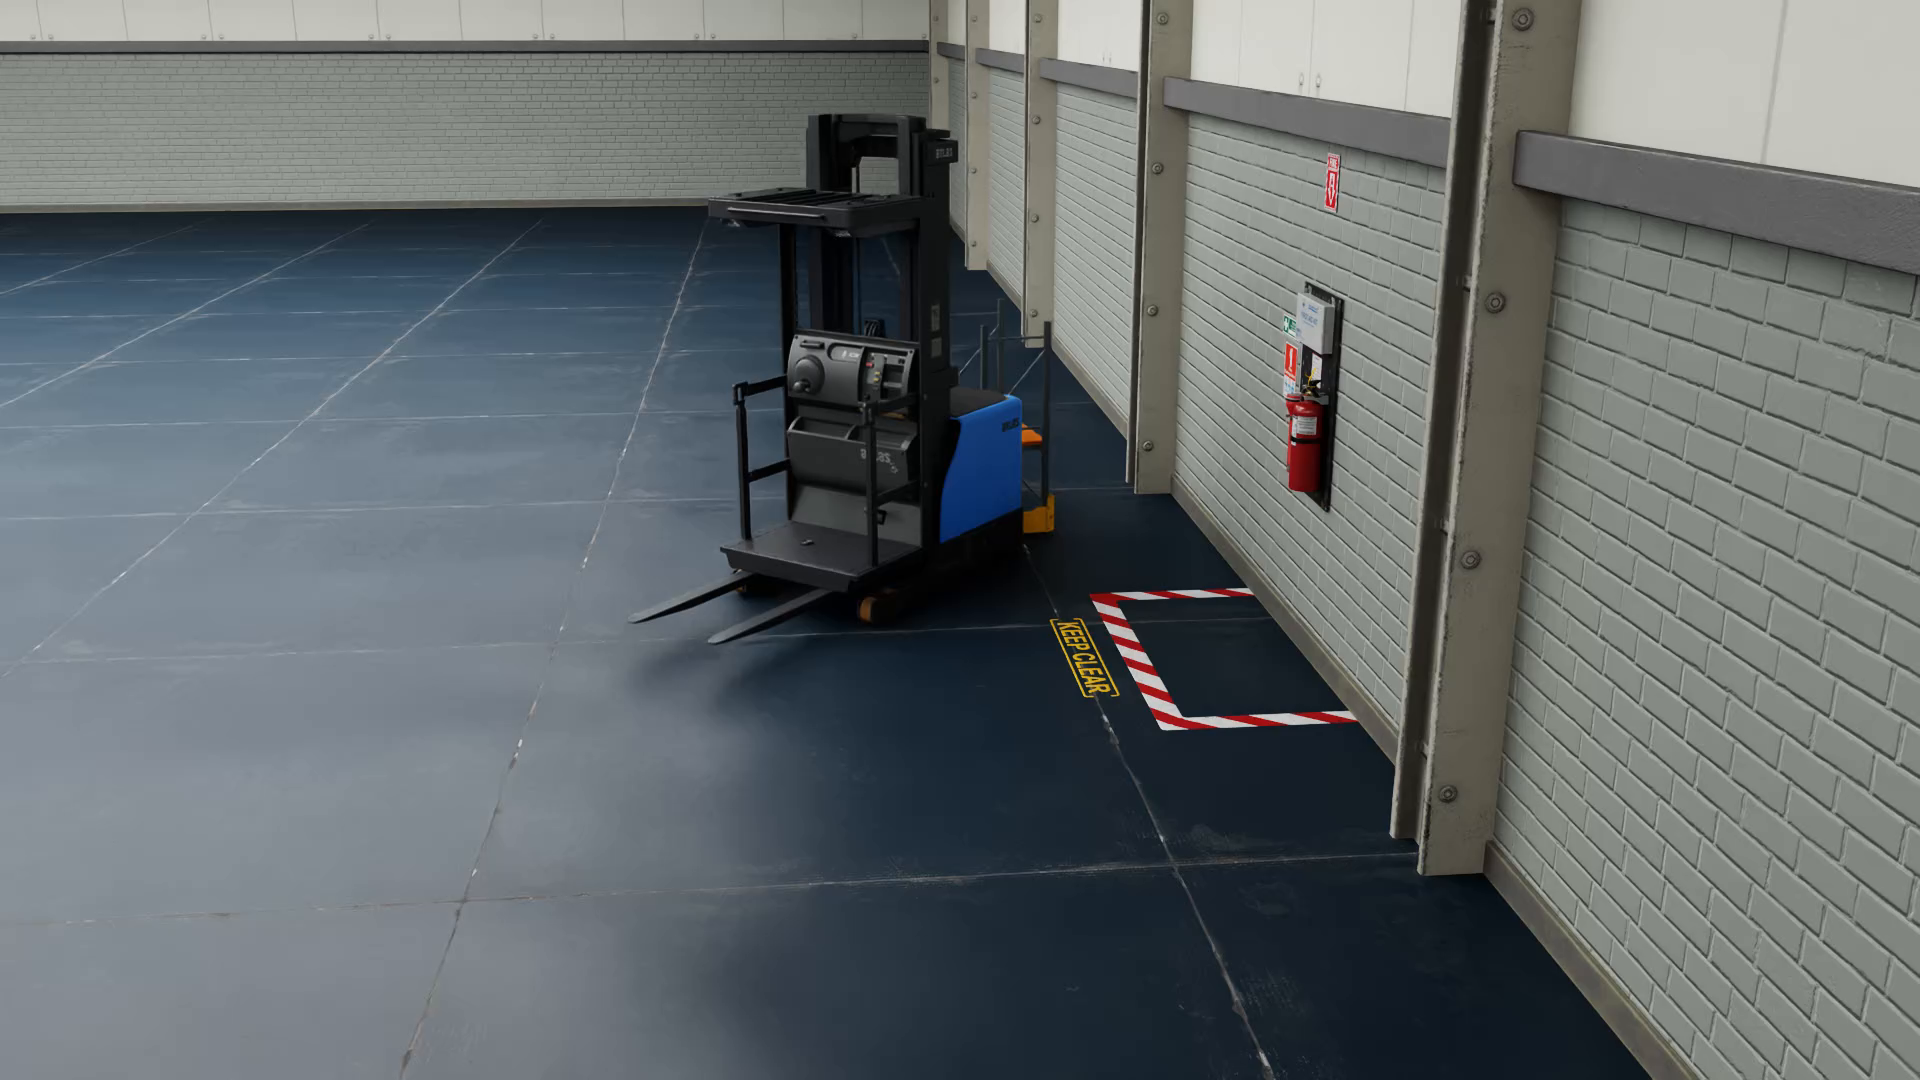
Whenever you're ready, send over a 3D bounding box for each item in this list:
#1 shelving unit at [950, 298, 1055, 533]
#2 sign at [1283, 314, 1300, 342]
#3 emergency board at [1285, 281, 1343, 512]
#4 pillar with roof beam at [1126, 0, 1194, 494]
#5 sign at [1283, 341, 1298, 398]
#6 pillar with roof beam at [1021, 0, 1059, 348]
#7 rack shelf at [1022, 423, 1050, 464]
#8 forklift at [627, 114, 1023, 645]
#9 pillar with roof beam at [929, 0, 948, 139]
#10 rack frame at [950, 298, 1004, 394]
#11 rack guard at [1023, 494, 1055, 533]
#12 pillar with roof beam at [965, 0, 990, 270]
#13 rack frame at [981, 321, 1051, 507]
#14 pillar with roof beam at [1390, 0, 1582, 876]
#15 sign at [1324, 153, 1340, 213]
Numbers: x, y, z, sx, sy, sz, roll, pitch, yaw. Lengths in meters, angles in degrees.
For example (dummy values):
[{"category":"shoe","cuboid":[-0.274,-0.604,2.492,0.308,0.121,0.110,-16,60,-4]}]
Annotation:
[{"category":"shelving unit","cuboid":[0.239,-0.913,12.082,0.587,1.500,1.083,-5,18,-16]},{"category":"sign","cuboid":[1.925,-1.234,9.654,0.001,0.109,0.331,-2,18,-6]},{"category":"emergency board","cuboid":[1.888,-0.797,9.209,0.194,1.169,0.643,-2,18,-6]},{"category":"pillar with roof beam","cuboid":[-2.796,-4.577,11.232,9.100,9.000,0.400,-2,18,-6]},{"category":"sign","cuboid":[1.934,-0.982,9.739,0.001,0.329,0.234,-2,18,-6]},{"category":"pillar with roof beam","cuboid":[-3.415,-6.364,16.926,9.100,9.000,0.400,-2,18,-6]},{"category":"rack shelf","cuboid":[0.237,-0.744,12.145,0.538,0.185,1.000,-5,18,-16]},{"category":"forklift","cuboid":[-0.793,-1.051,10.131,1.130,2.935,3.031,11,21,31]},{"category":"pillar with roof beam","cuboid":[-4.652,-9.940,28.314,9.100,9.000,0.400,-2,18,-6]},{"category":"rack frame","cuboid":[0.088,-1.062,12.554,0.500,1.500,0.032,-5,18,-16]},{"category":"rack guard","cuboid":[0.385,-0.174,11.815,0.587,0.250,0.087,-5,18,-16]},{"category":"pillar with roof beam","cuboid":[-4.034,-8.152,22.620,9.100,9.000,0.400,-2,18,-6]},{"category":"rack frame","cuboid":[0.386,-0.770,11.627,0.500,1.500,0.032,-5,18,-16]},{"category":"pillar with roof beam","cuboid":[-2.177,-2.789,5.538,9.100,9.000,0.400,-2,18,-6]},{"category":"sign","cuboid":[1.986,-1.909,8.879,0.001,0.298,0.199,-2,18,-6]}]
